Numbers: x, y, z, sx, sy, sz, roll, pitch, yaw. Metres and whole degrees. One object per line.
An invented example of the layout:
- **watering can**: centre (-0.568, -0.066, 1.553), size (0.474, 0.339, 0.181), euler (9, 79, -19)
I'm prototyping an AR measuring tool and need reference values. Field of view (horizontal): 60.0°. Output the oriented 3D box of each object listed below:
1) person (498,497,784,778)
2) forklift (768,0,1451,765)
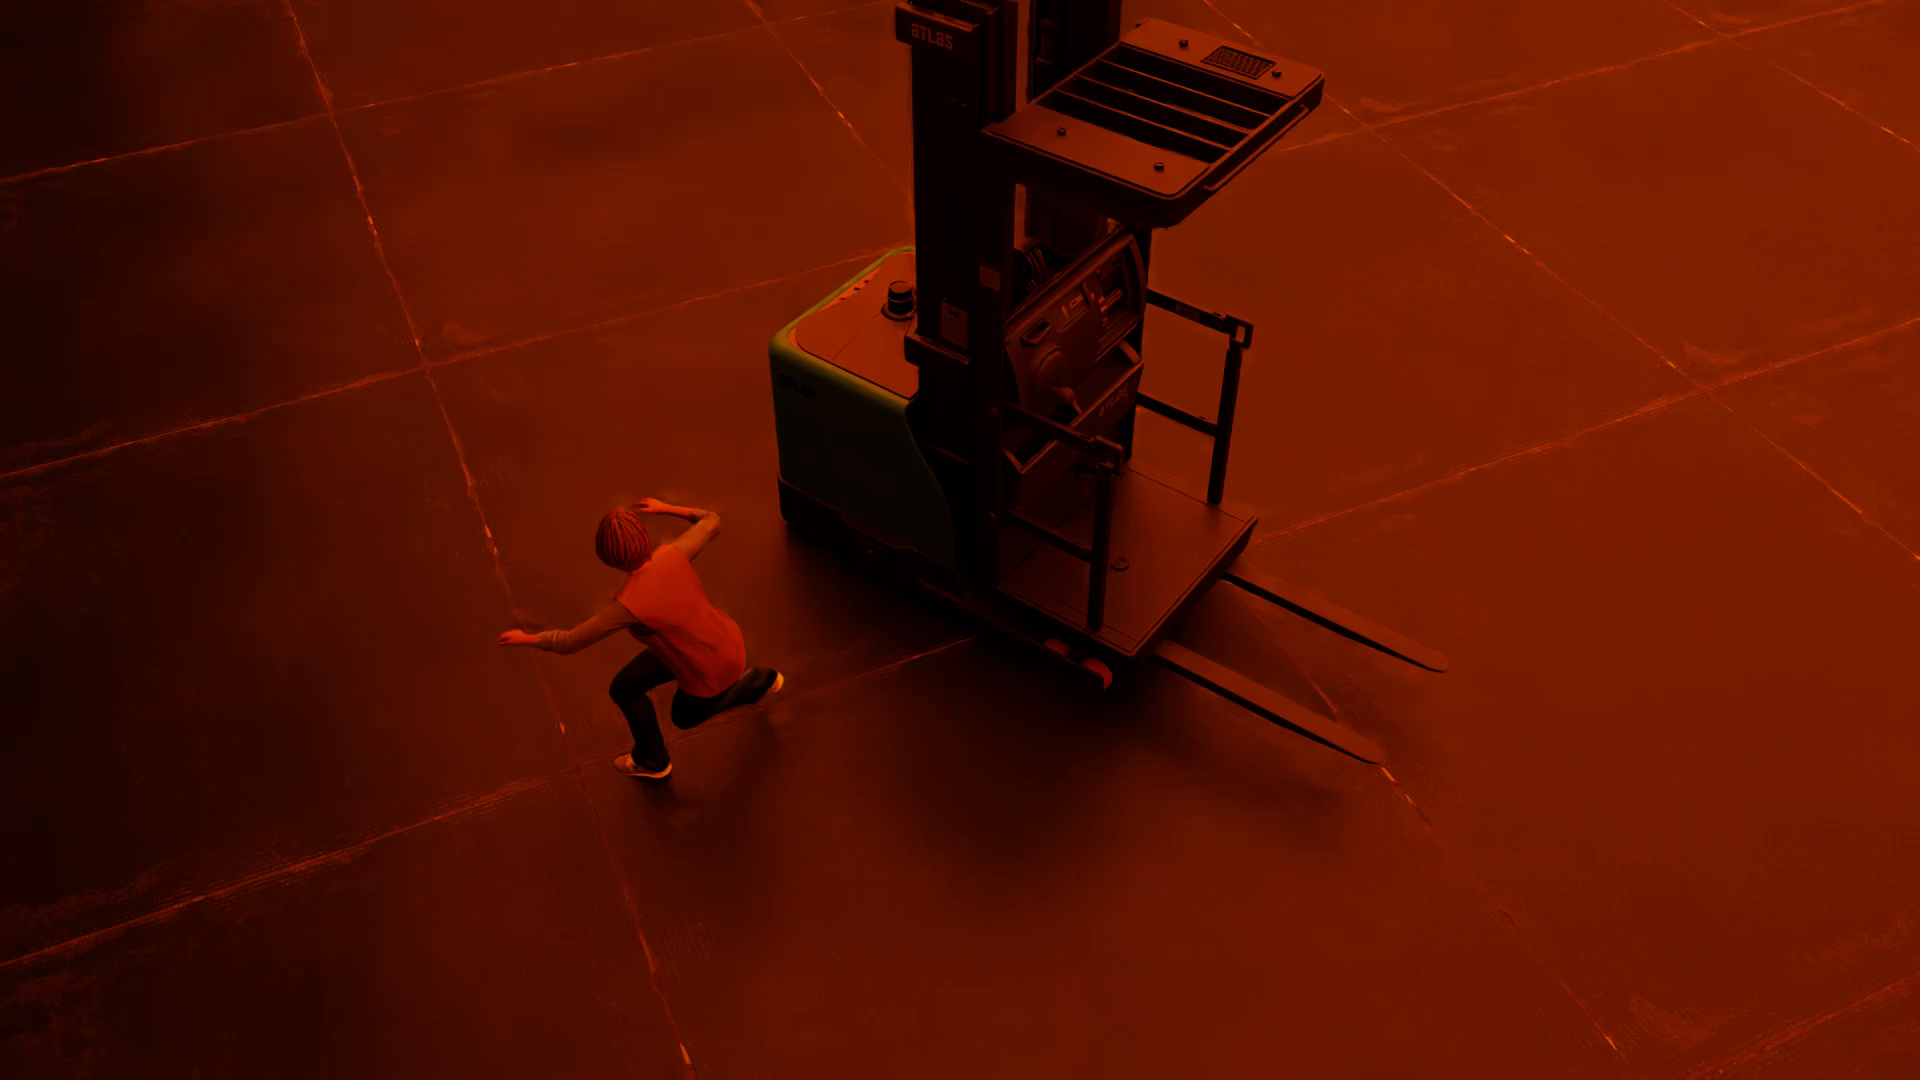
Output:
- **person**: centre (-1.241, 0.339, 6.498), size (1.037, 1.366, 0.727), euler (-4, 43, -4)
- **forklift**: centre (0.637, -0.820, 6.559), size (3.031, 2.935, 1.130), euler (27, 49, 26)
